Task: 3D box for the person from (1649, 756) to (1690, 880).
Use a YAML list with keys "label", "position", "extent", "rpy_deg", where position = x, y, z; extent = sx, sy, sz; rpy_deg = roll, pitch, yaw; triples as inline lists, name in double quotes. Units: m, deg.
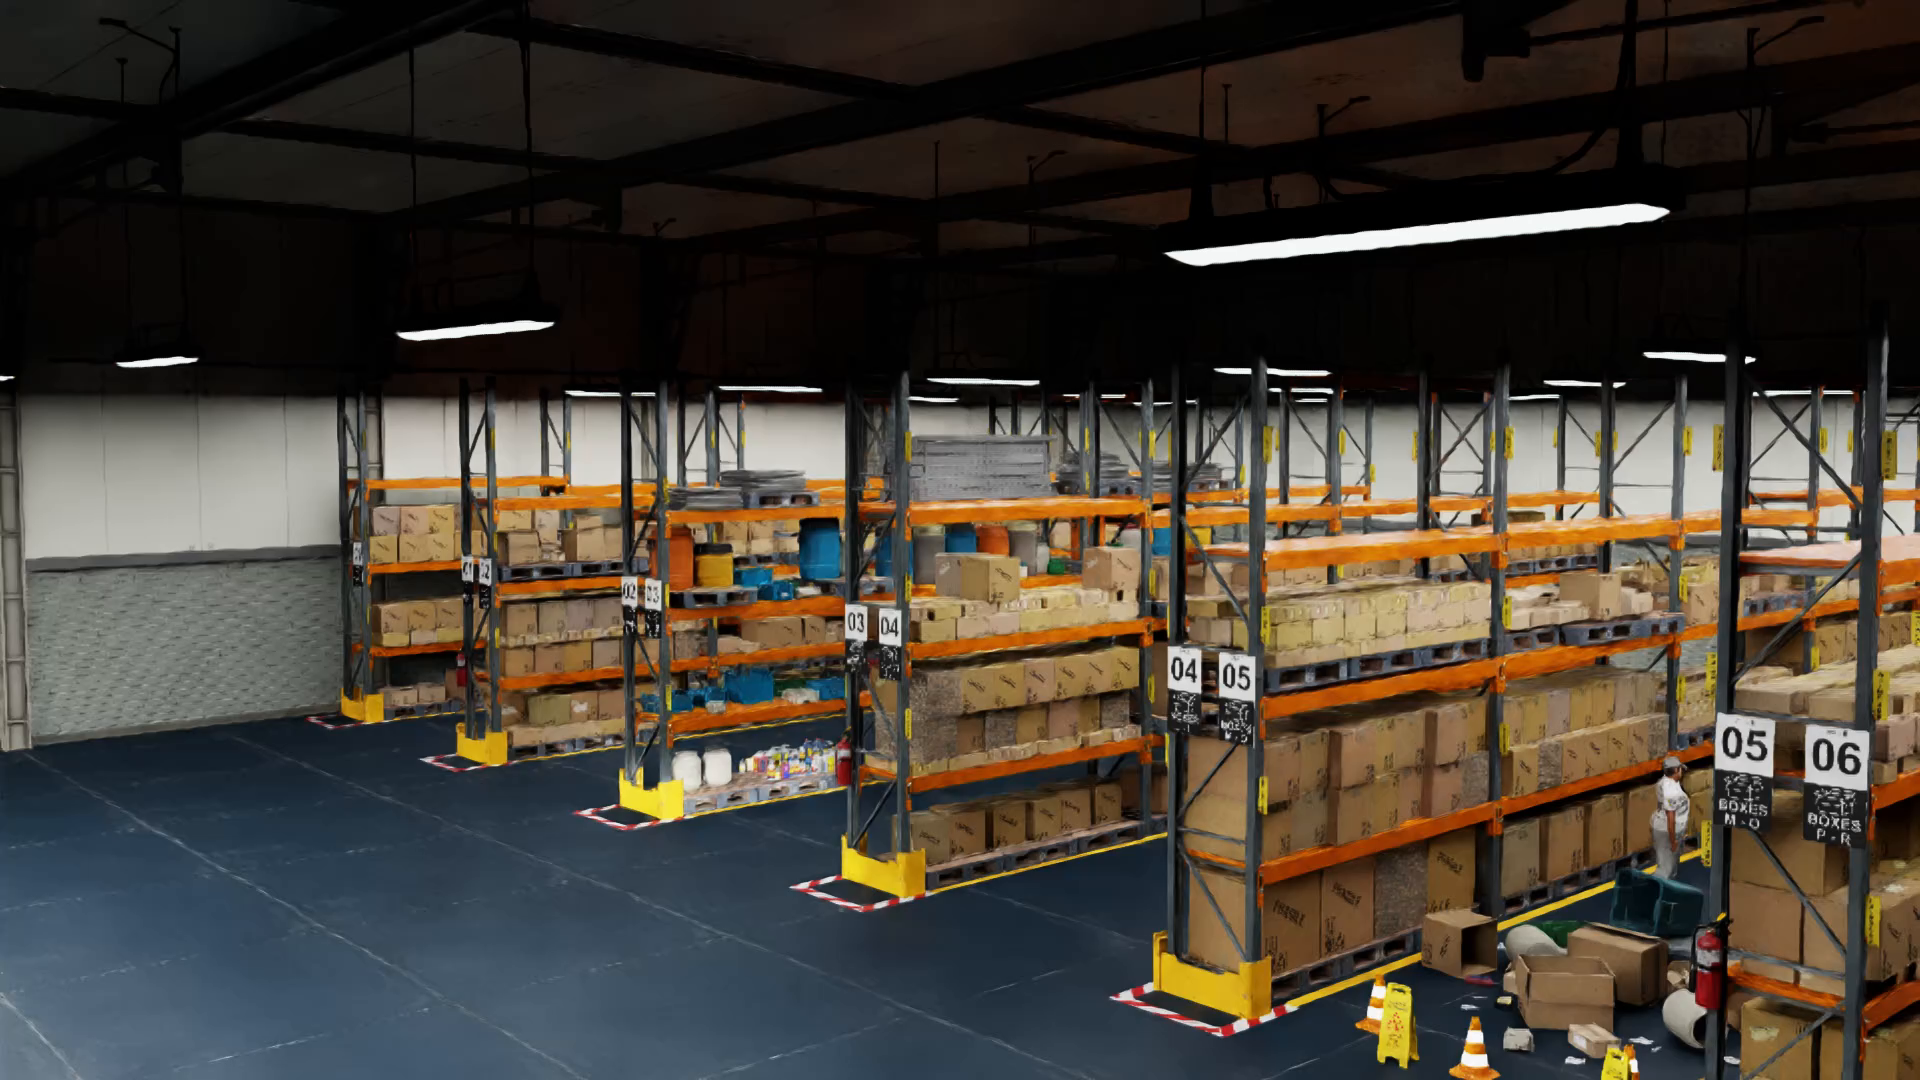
- label: "person"
  position: [7.646, 3.153, 17.866]
  extent: [0.449, 1.663, 0.530]
  rpy_deg: [1, 4, 18]
